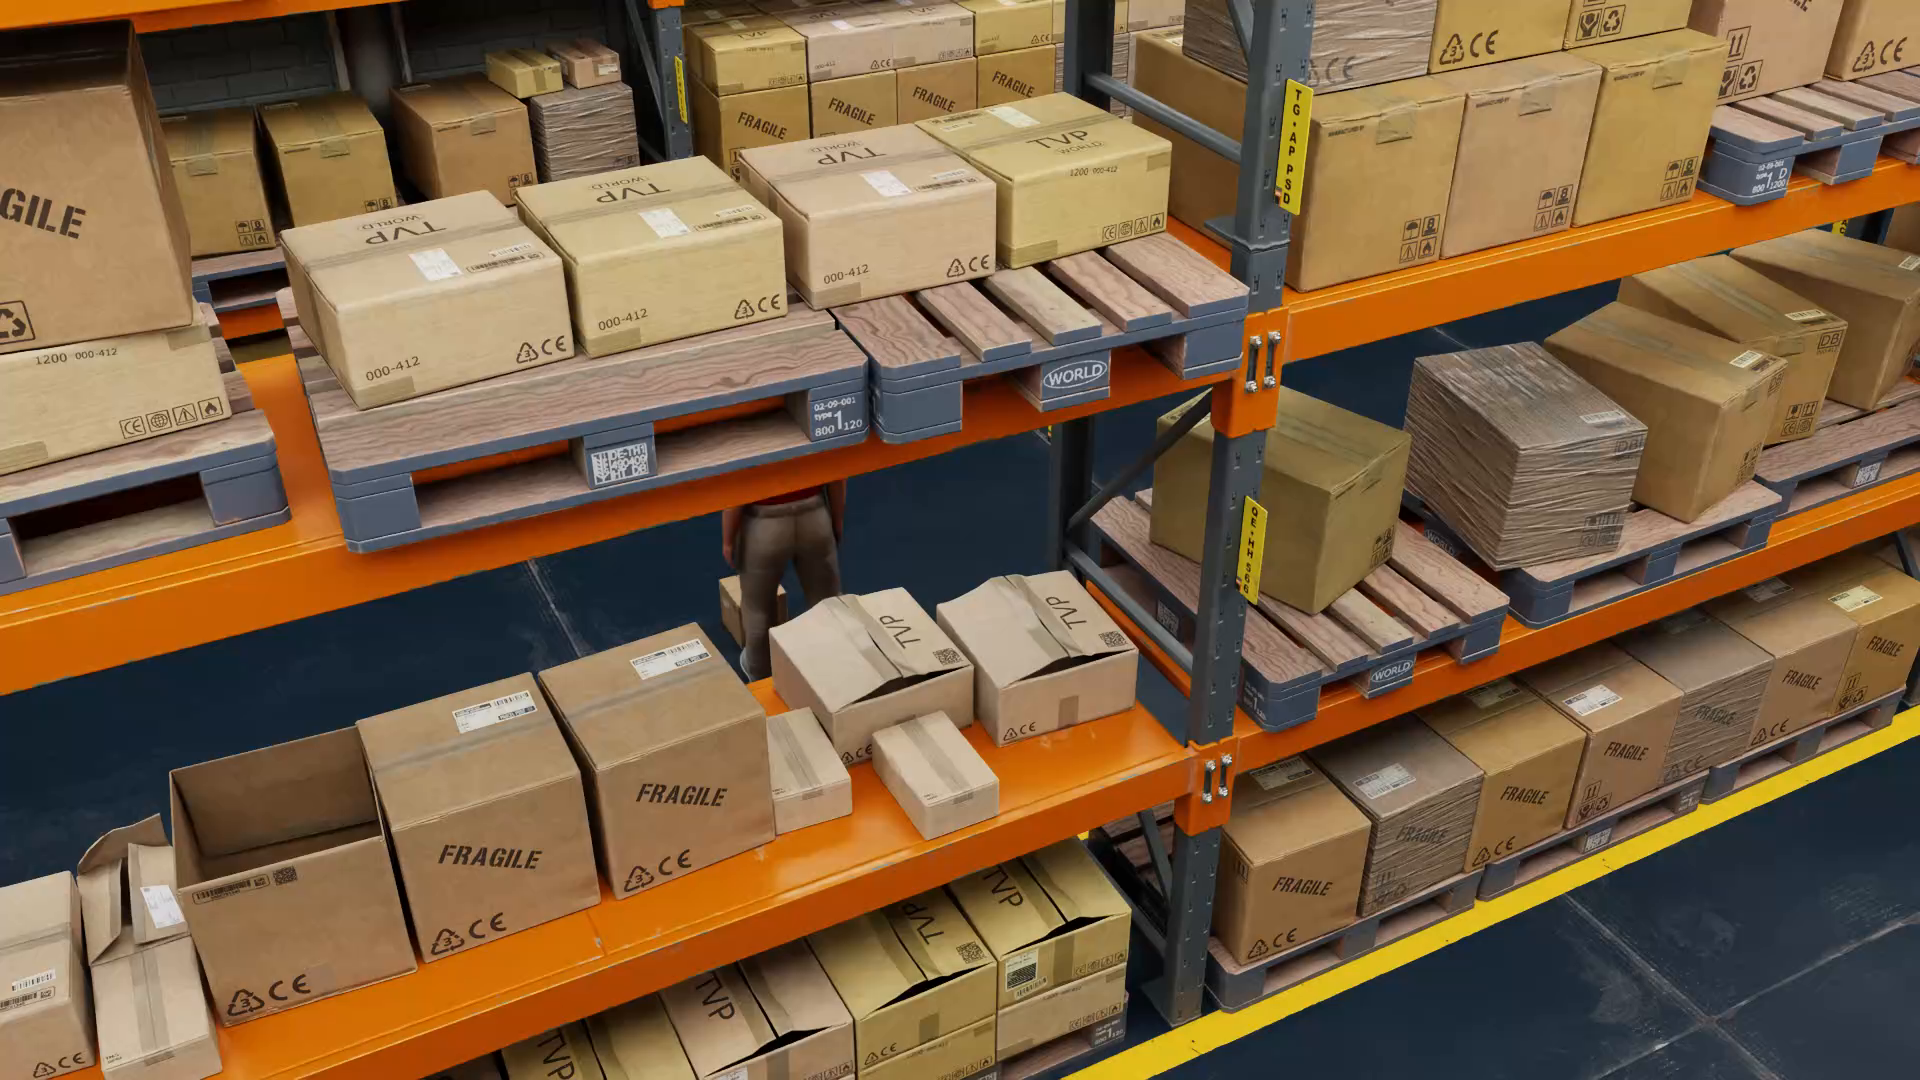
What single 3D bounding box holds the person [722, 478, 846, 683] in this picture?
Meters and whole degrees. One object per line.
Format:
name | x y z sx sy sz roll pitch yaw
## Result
person | -0.790 -0.071 7.276 0.555 1.743 0.530 -15 36 -22
